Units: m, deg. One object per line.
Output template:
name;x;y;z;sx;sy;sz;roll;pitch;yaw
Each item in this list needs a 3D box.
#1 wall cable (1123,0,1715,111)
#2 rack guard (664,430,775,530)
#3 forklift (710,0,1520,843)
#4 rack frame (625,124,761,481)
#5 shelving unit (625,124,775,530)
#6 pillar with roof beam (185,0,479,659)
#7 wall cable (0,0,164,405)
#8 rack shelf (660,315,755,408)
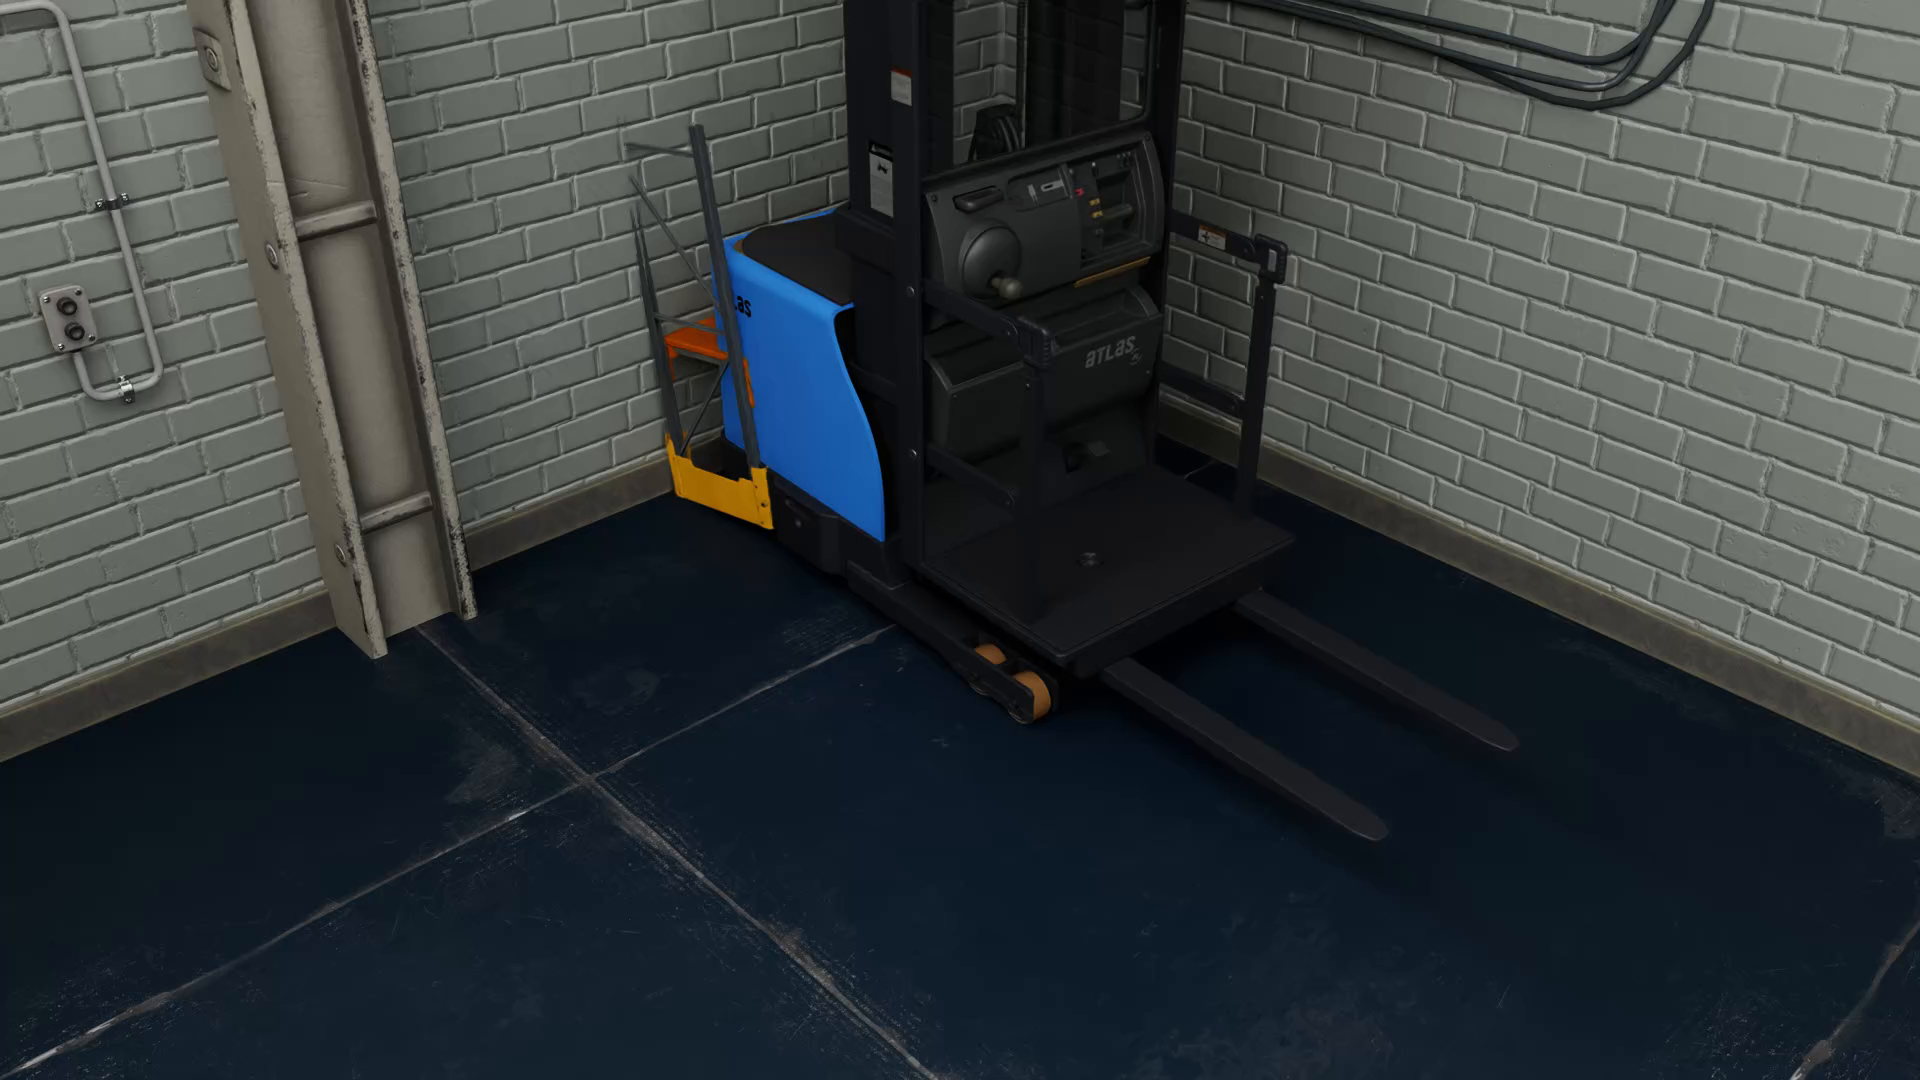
wall cable;1.066;-2.822;5.216;0.112;2.526;3.097;-26;40;-35
rack guard;-0.897;-0.234;6.331;0.587;0.250;0.087;19;37;39
forklift;0.417;-0.964;5.017;1.130;2.935;3.031;-23;38;-33
rack frame;-0.973;-0.776;6.030;0.500;1.500;0.032;19;37;39
shelving unit;-0.626;-0.985;6.352;0.587;1.500;1.083;19;37;39
pillar with roof beam;0.994;-1.919;0.763;0.400;9.000;9.100;-26;40;-35
wall cable;-3.029;-0.968;3.983;1.851;1.984;0.084;-26;40;-35
rack shelf;-0.614;-0.823;6.430;0.538;0.185;1.000;19;37;39
